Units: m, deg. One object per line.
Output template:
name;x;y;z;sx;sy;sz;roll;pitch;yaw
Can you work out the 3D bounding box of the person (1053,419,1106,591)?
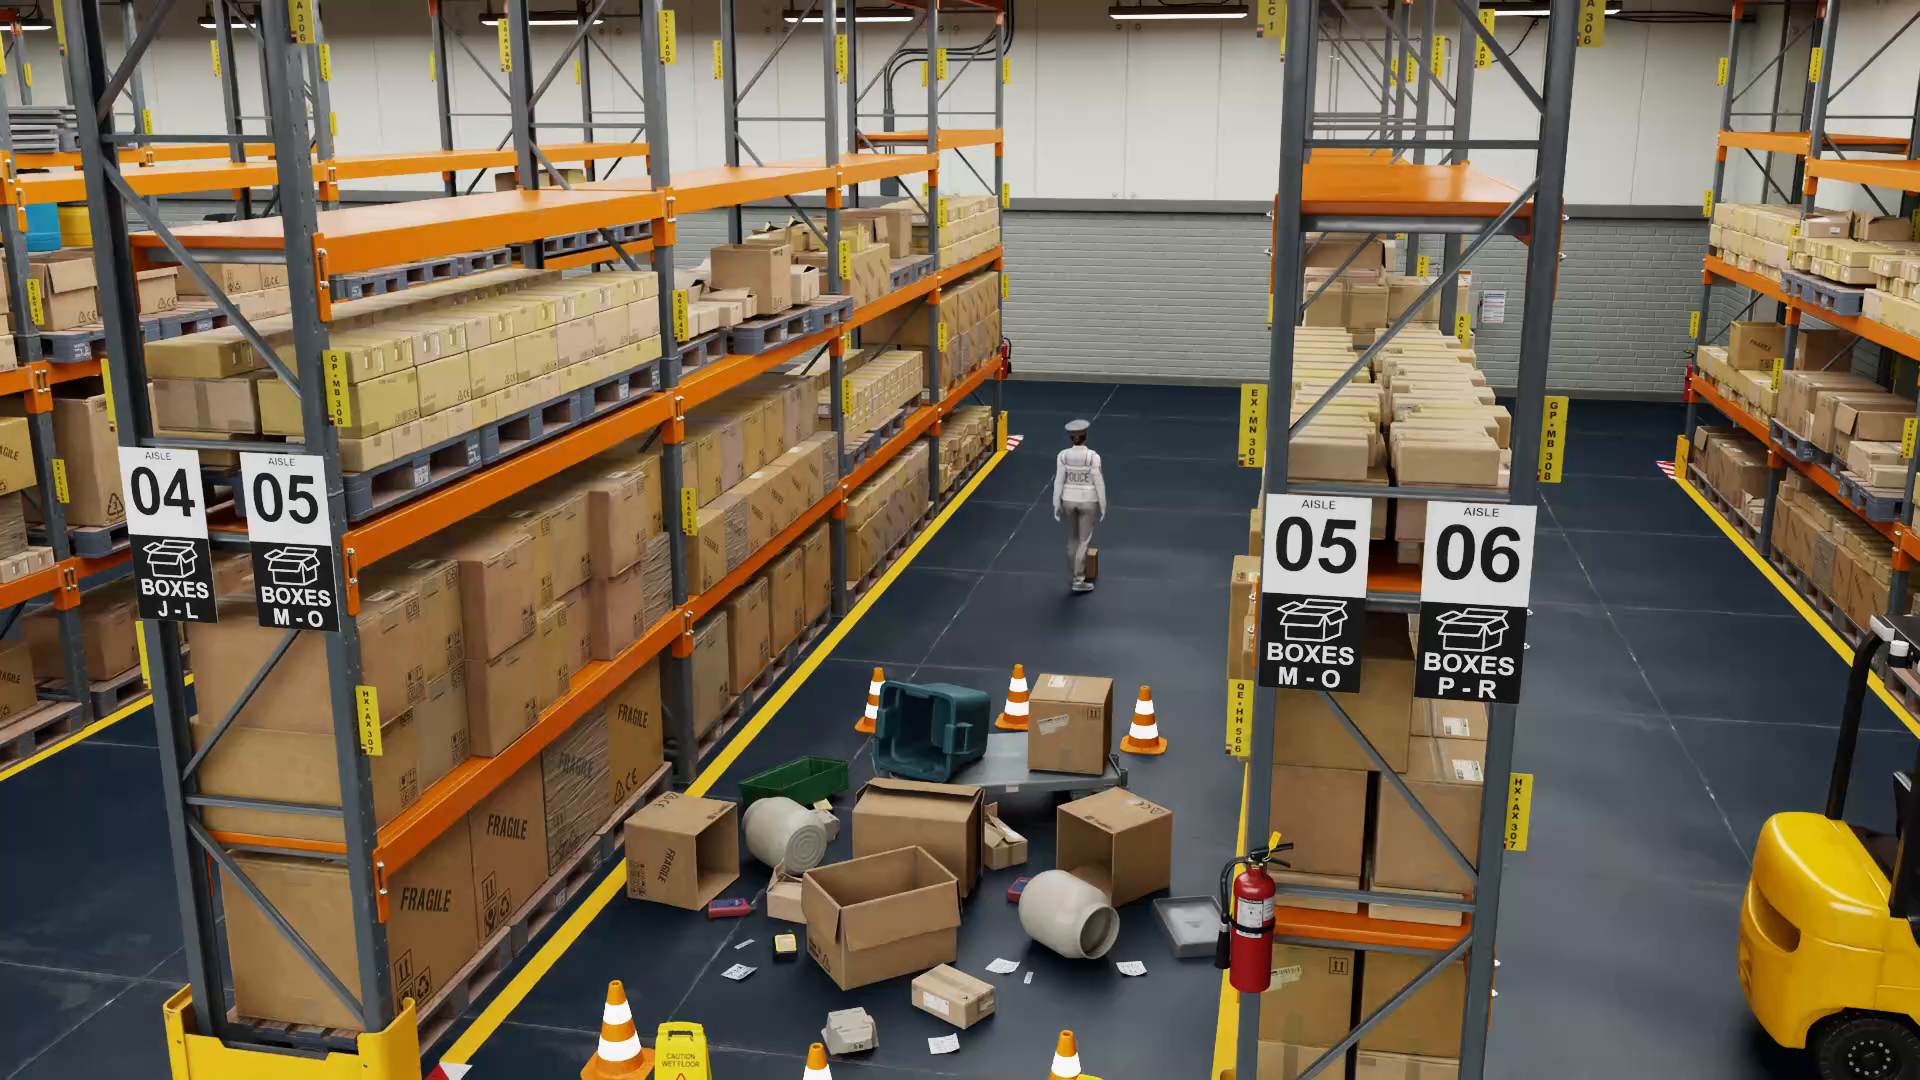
person;1.192;-0.348;16.269;0.514;1.673;0.556;6;16;23
